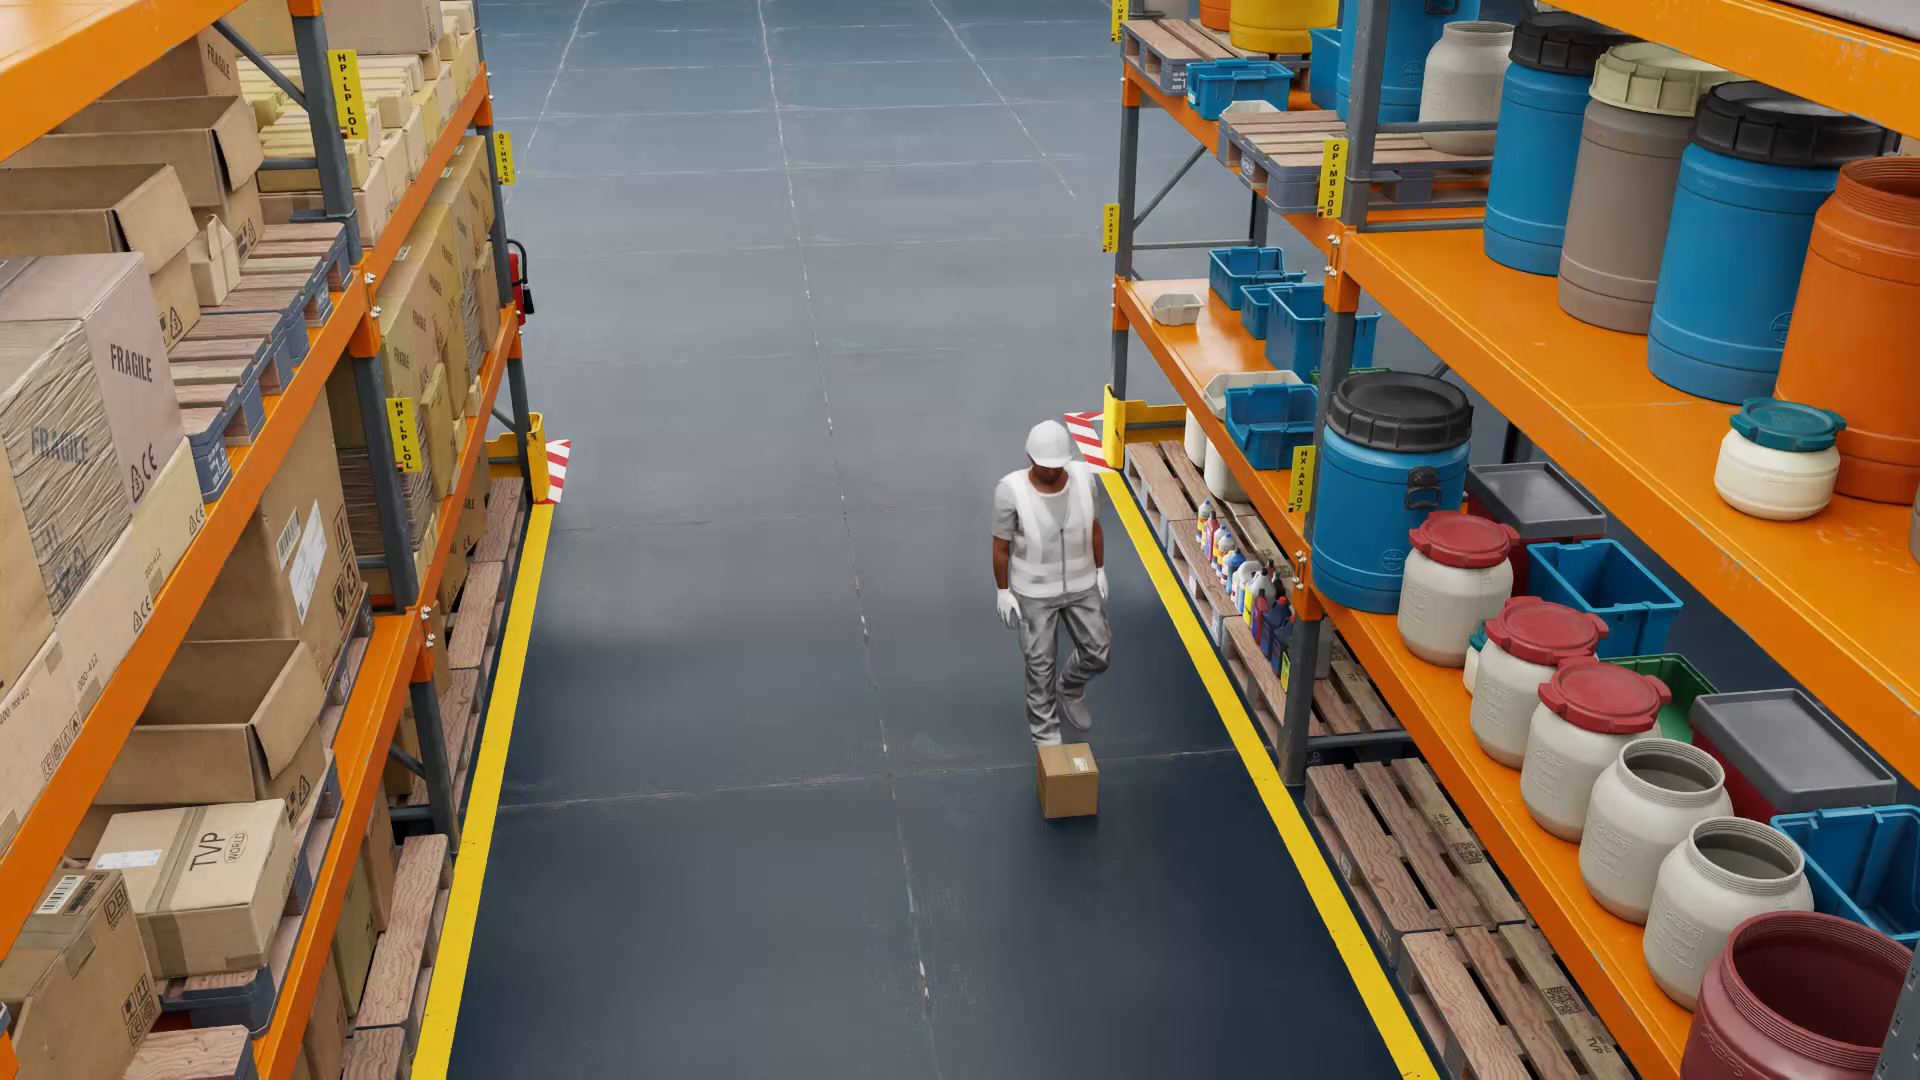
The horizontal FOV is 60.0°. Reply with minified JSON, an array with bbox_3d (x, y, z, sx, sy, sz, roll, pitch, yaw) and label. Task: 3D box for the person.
[{"bbox_3d":[0.472,0.255,8.050,0.595,1.779,0.583,-8,28,-16],"label":"person"}]
